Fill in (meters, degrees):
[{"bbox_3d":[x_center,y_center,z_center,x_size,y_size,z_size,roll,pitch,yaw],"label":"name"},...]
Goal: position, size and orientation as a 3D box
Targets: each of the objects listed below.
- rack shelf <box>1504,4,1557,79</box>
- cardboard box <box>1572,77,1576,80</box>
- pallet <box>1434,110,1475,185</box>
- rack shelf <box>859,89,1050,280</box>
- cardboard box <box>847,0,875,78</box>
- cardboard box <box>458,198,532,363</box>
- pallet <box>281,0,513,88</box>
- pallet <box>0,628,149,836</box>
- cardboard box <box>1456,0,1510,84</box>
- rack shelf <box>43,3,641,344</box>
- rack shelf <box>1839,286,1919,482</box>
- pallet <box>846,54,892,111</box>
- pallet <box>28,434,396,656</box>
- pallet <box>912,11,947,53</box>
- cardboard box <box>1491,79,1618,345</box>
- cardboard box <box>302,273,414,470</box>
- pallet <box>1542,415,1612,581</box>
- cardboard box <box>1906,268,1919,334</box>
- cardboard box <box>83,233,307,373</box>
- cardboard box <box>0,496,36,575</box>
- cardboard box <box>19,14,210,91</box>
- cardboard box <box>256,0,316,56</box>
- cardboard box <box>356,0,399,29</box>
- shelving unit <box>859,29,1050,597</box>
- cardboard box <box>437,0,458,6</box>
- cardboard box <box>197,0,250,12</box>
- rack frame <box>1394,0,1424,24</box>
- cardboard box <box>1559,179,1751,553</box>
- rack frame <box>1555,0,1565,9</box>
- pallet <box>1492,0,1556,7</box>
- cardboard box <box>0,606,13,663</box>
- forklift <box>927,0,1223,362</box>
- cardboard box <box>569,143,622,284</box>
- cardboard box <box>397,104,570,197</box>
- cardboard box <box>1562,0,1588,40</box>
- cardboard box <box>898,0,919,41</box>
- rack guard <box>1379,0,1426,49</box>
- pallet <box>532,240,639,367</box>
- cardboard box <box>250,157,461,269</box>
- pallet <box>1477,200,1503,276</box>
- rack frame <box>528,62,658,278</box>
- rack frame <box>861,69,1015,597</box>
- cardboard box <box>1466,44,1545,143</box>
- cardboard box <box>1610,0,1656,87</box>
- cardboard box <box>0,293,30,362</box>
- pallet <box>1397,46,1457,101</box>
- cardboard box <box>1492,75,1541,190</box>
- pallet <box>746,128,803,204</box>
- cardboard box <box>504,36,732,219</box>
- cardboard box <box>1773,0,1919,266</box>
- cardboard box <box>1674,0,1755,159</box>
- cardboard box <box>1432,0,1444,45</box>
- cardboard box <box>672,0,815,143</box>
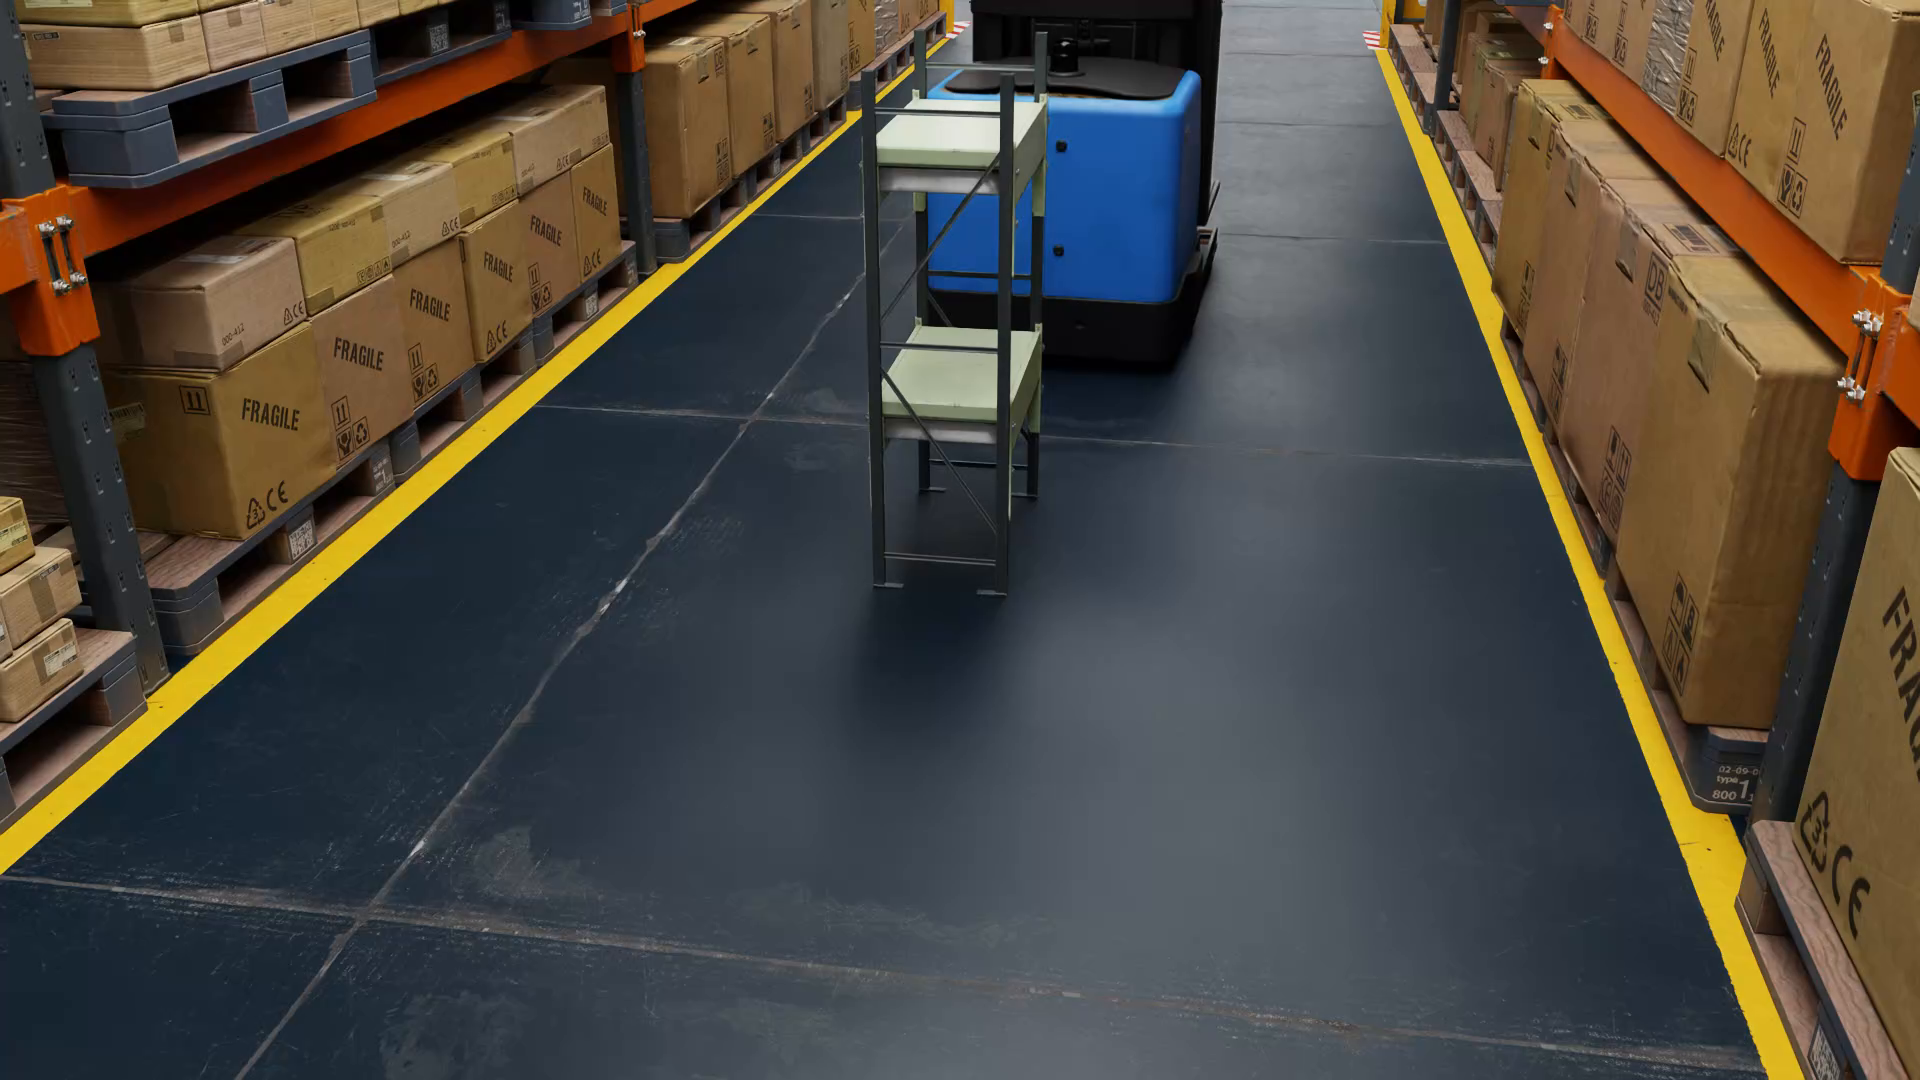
[{"bbox_3d":[3.241,-2.794,8.529,1.077,0.370,4.000,4,25,9],"label":"rack shelf"},{"bbox_3d":[2.994,-1.972,7.470,0.500,0.250,0.500,5,26,11],"label":"cardboard box"},{"bbox_3d":[3.442,-2.367,10.059,1.003,0.211,1.213,4,25,9],"label":"pallet"},{"bbox_3d":[0.001,-1.036,4.773,0.431,0.370,0.720,4,25,9],"label":"rack shelf"},{"bbox_3d":[-1.137,-3.828,11.901,0.875,0.875,0.875,4,25,9],"label":"cardboard box"},{"bbox_3d":[-1.971,-0.995,6.290,0.500,0.500,0.500,3,25,6],"label":"cardboard box"},{"bbox_3d":[-2.246,-1.751,5.680,1.003,0.211,1.213,4,25,9],"label":"pallet"},{"bbox_3d":[-2.691,0.550,3.826,1.003,0.211,1.213,4,25,9],"label":"pallet"},{"bbox_3d":[3.759,-3.419,11.469,0.500,0.500,0.500,13,28,25],"label":"cardboard box"},{"bbox_3d":[-2.289,-1.507,5.779,1.077,0.370,4.000,4,25,9],"label":"rack shelf"},{"bbox_3d":[1.934,0.552,1.381,1.077,0.370,4.000,4,25,9],"label":"rack shelf"},{"bbox_3d":[-1.107,-3.392,12.247,1.003,0.211,1.213,4,25,9],"label":"pallet"},{"bbox_3d":[-2.490,-0.059,5.127,1.003,0.211,1.213,4,25,9],"label":"pallet"},{"bbox_3d":[-0.708,-4.412,14.427,1.003,0.211,1.213,4,25,9],"label":"pallet"},{"bbox_3d":[2.781,-1.224,6.337,1.225,0.875,0.875,3,25,6],"label":"cardboard box"},{"bbox_3d":[-2.149,-0.566,5.375,0.500,0.500,0.500,5,26,11],"label":"cardboard box"},{"bbox_3d":[2.509,-0.187,5.400,1.003,0.211,1.213,4,25,9],"label":"pallet"},{"bbox_3d":[1.884,-0.396,2.854,0.380,0.149,0.250,4,25,9],"label":"cardboard box"},{"bbox_3d":[-2.235,-0.685,4.743,0.500,0.250,0.500,3,25,6],"label":"cardboard box"},{"bbox_3d":[-2.417,0.002,3.873,0.380,0.149,0.250,5,25,10],"label":"cardboard box"},{"bbox_3d":[-2.098,-1.205,4.088,0.380,0.149,0.250,3,25,6],"label":"cardboard box"},{"bbox_3d":[-2.014,-1.426,4.559,0.380,0.149,0.250,4,25,9],"label":"cardboard box"},{"bbox_3d":[-1.930,-1.637,5.011,0.380,0.149,0.250,3,25,6],"label":"cardboard box"},{"bbox_3d":[0.001,-0.682,4.938,0.431,1.500,0.755,4,25,9],"label":"shelving unit"},{"bbox_3d":[-1.846,-1.857,5.480,0.380,0.149,0.250,3,25,6],"label":"cardboard box"},{"bbox_3d":[-2.058,-1.449,4.257,0.380,0.149,0.250,4,25,7],"label":"cardboard box"},{"bbox_3d":[4.222,-5.629,13.738,1.000,3.000,0.127,4,25,9],"label":"rack frame"},{"bbox_3d":[2.491,-0.481,4.750,1.225,0.875,0.875,3,25,7],"label":"cardboard box"},{"bbox_3d":[2.914,-2.283,6.589,1.000,3.000,0.127,4,25,9],"label":"rack frame"},{"bbox_3d":[2.926,-2.502,7.283,1.213,0.211,1.003,4,25,9],"label":"pallet"},{"bbox_3d":[-2.386,0.238,3.720,0.380,0.149,0.250,3,25,6],"label":"cardboard box"},{"bbox_3d":[0.650,-2.633,7.417,1.130,2.935,3.031,5,26,11],"label":"forklift"},{"bbox_3d":[-1.812,-1.434,7.228,0.500,0.500,0.500,4,25,8],"label":"cardboard box"},{"bbox_3d":[-1.887,-1.551,6.593,0.500,0.250,0.500,4,25,9],"label":"cardboard box"},{"bbox_3d":[2.566,-2.144,6.174,0.500,0.500,0.500,5,26,10],"label":"cardboard box"},{"bbox_3d":[-0.842,-4.587,13.521,0.875,0.875,0.875,4,25,8],"label":"cardboard box"},{"bbox_3d":[4.209,-4.465,14.200,1.175,0.500,0.348,4,25,9],"label":"rack guard"},{"bbox_3d":[-2.092,-1.079,7.307,1.003,0.211,1.213,4,25,9],"label":"pallet"},{"bbox_3d":[-2.062,-1.120,5.674,0.500,0.250,0.500,5,26,11],"label":"cardboard box"},{"bbox_3d":[3.044,-1.347,7.879,1.003,0.211,1.213,4,25,9],"label":"pallet"},{"bbox_3d":[-1.962,-2.669,7.414,1.000,3.000,0.127,4,25,9],"label":"rack frame"},{"bbox_3d":[-0.059,-0.529,4.611,0.400,1.500,0.023,4,25,9],"label":"rack frame"},{"bbox_3d":[3.350,-2.570,9.631,0.700,0.500,0.500,4,25,8],"label":"cardboard box"},{"bbox_3d":[2.404,-1.714,5.255,0.500,0.500,0.500,4,25,8],"label":"cardboard box"},{"bbox_3d":[-2.744,-0.723,4.825,0.500,0.250,0.500,3,25,7],"label":"cardboard box"},{"bbox_3d":[3.840,-3.488,12.453,1.003,0.211,1.213,4,25,9],"label":"pallet"},{"bbox_3d":[3.168,-2.102,8.633,0.700,0.500,0.500,6,26,13],"label":"cardboard box"},{"bbox_3d":[-1.558,-2.239,9.785,1.003,0.211,1.213,4,25,9],"label":"pallet"},{"bbox_3d":[-1.774,-2.089,8.333,1.050,0.750,0.750,4,25,8],"label":"cardboard box"},{"bbox_3d":[2.068,-0.870,3.453,0.500,0.500,0.500,4,25,9],"label":"cardboard box"},{"bbox_3d":[2.234,-1.296,4.362,0.500,0.500,0.500,4,25,8],"label":"cardboard box"},{"bbox_3d":[4.039,-4.175,13.084,0.500,0.500,0.500,11,27,22],"label":"cardboard box"},{"bbox_3d":[-1.483,-2.844,9.947,1.050,0.750,0.750,4,25,9],"label":"cardboard box"}]
